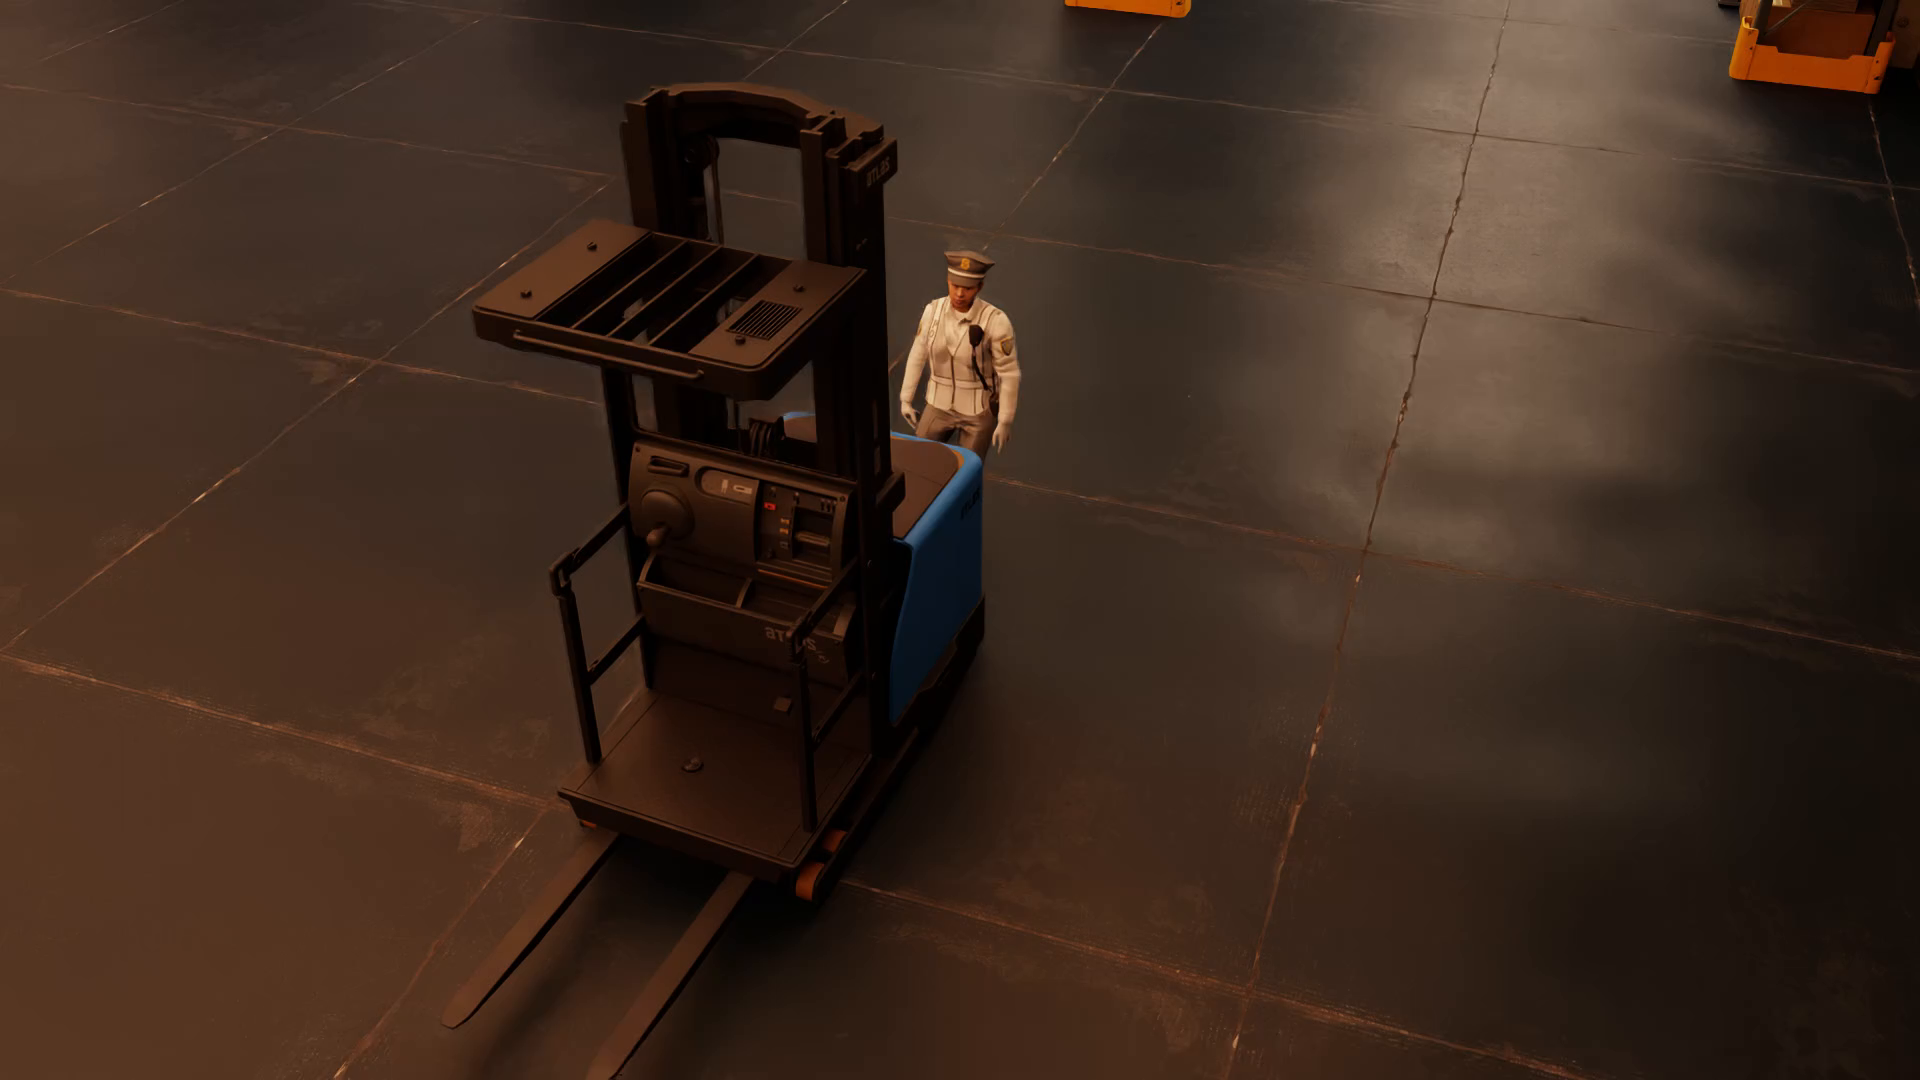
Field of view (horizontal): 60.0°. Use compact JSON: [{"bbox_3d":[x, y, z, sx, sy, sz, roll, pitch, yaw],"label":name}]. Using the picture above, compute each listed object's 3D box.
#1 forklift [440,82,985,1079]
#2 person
[{"bbox_3d":[-0.930,-0.040,6.167,1.130,2.935,3.031,14,38,19],"label":"forklift"},{"bbox_3d":[-0.033,-0.597,8.064,0.617,1.679,0.538,15,38,20],"label":"person"}]
